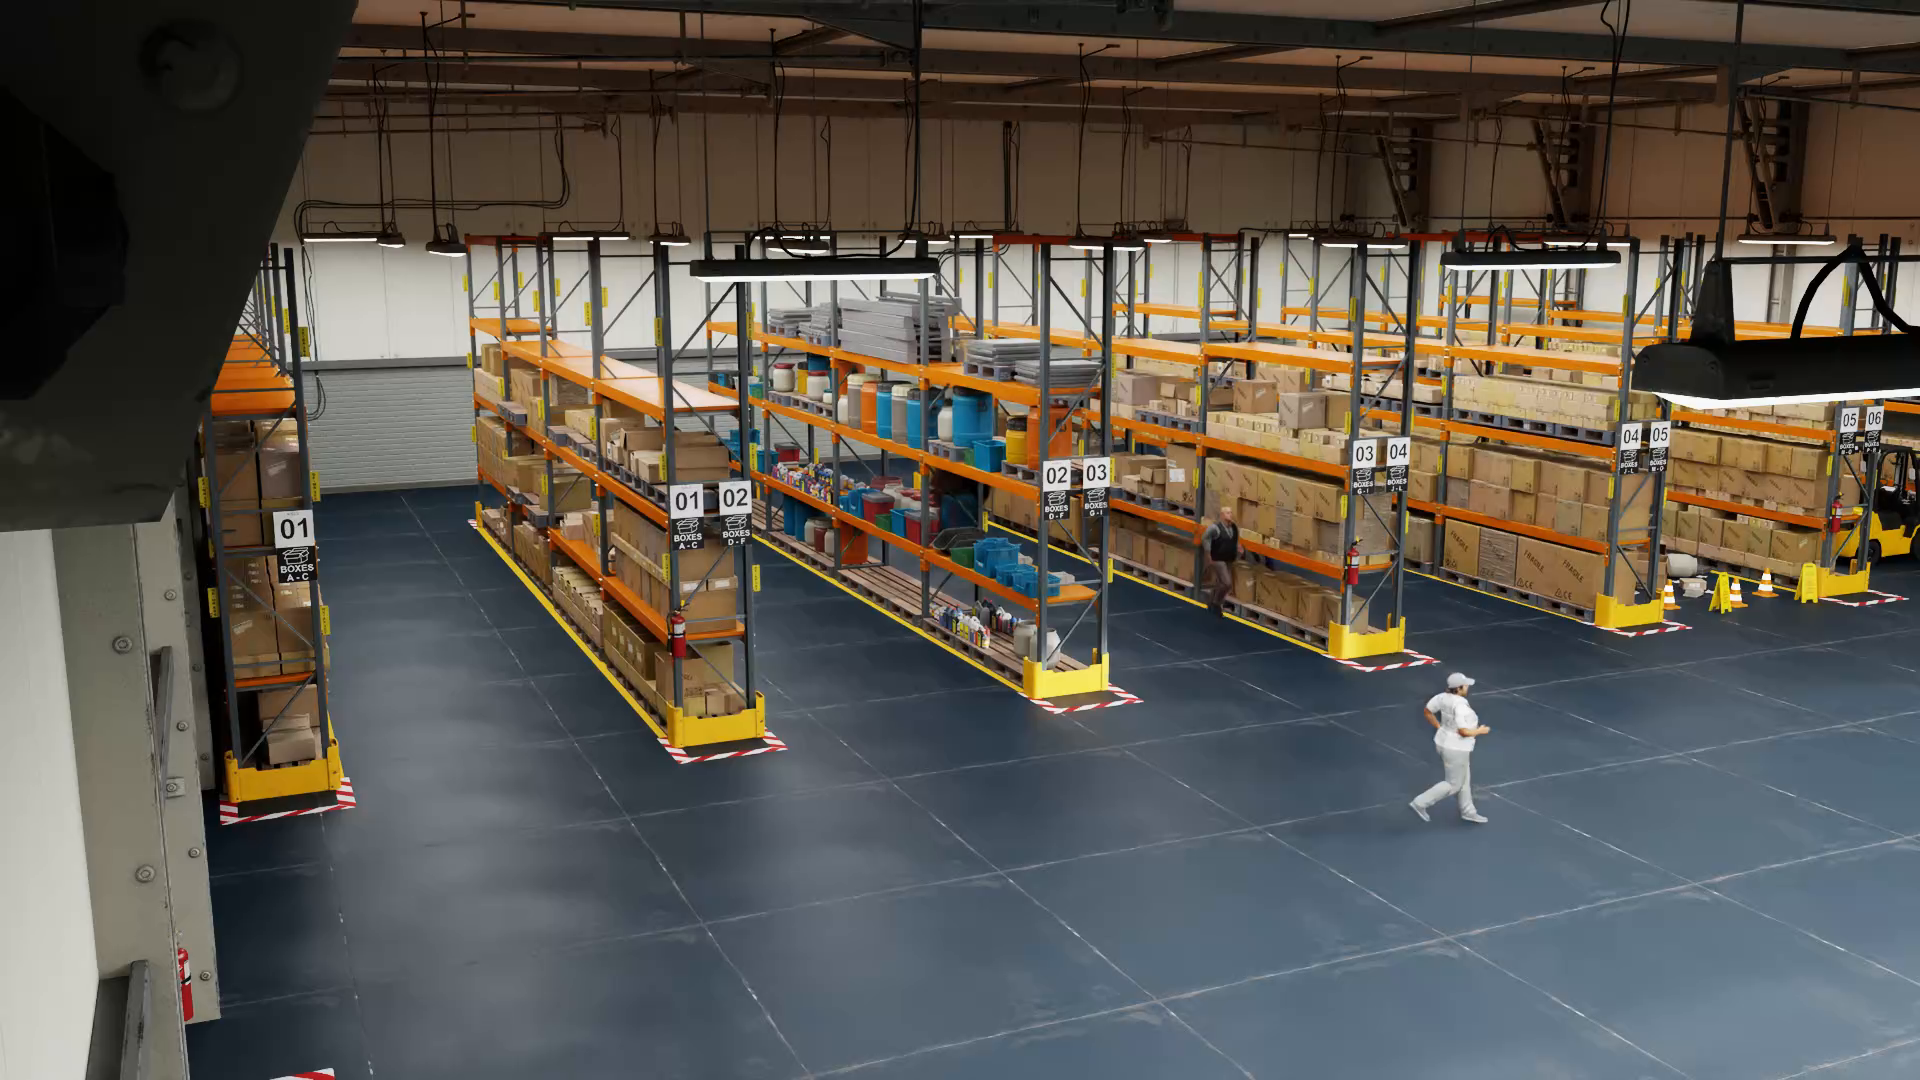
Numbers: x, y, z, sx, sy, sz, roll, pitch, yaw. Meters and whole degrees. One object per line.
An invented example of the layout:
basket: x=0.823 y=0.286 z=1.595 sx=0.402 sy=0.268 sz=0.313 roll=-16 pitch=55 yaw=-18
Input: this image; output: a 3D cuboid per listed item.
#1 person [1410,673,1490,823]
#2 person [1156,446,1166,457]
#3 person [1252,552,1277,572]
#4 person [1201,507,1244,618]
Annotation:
person: x=5.150 y=2.199 z=17.392 sx=0.921 sy=1.667 sz=0.609 roll=-1 pitch=11 yaw=-7
person: x=5.167 y=-2.685 z=42.544 sx=0.570 sy=1.661 sz=0.600 roll=-4 pitch=12 yaw=-21
person: x=5.583 y=-0.262 z=30.238 sx=0.598 sy=1.657 sz=0.830 roll=-5 pitch=12 yaw=-25
person: x=4.048 y=0.341 z=25.508 sx=0.582 sy=1.732 sz=0.726 roll=-7 pitch=13 yaw=-34
